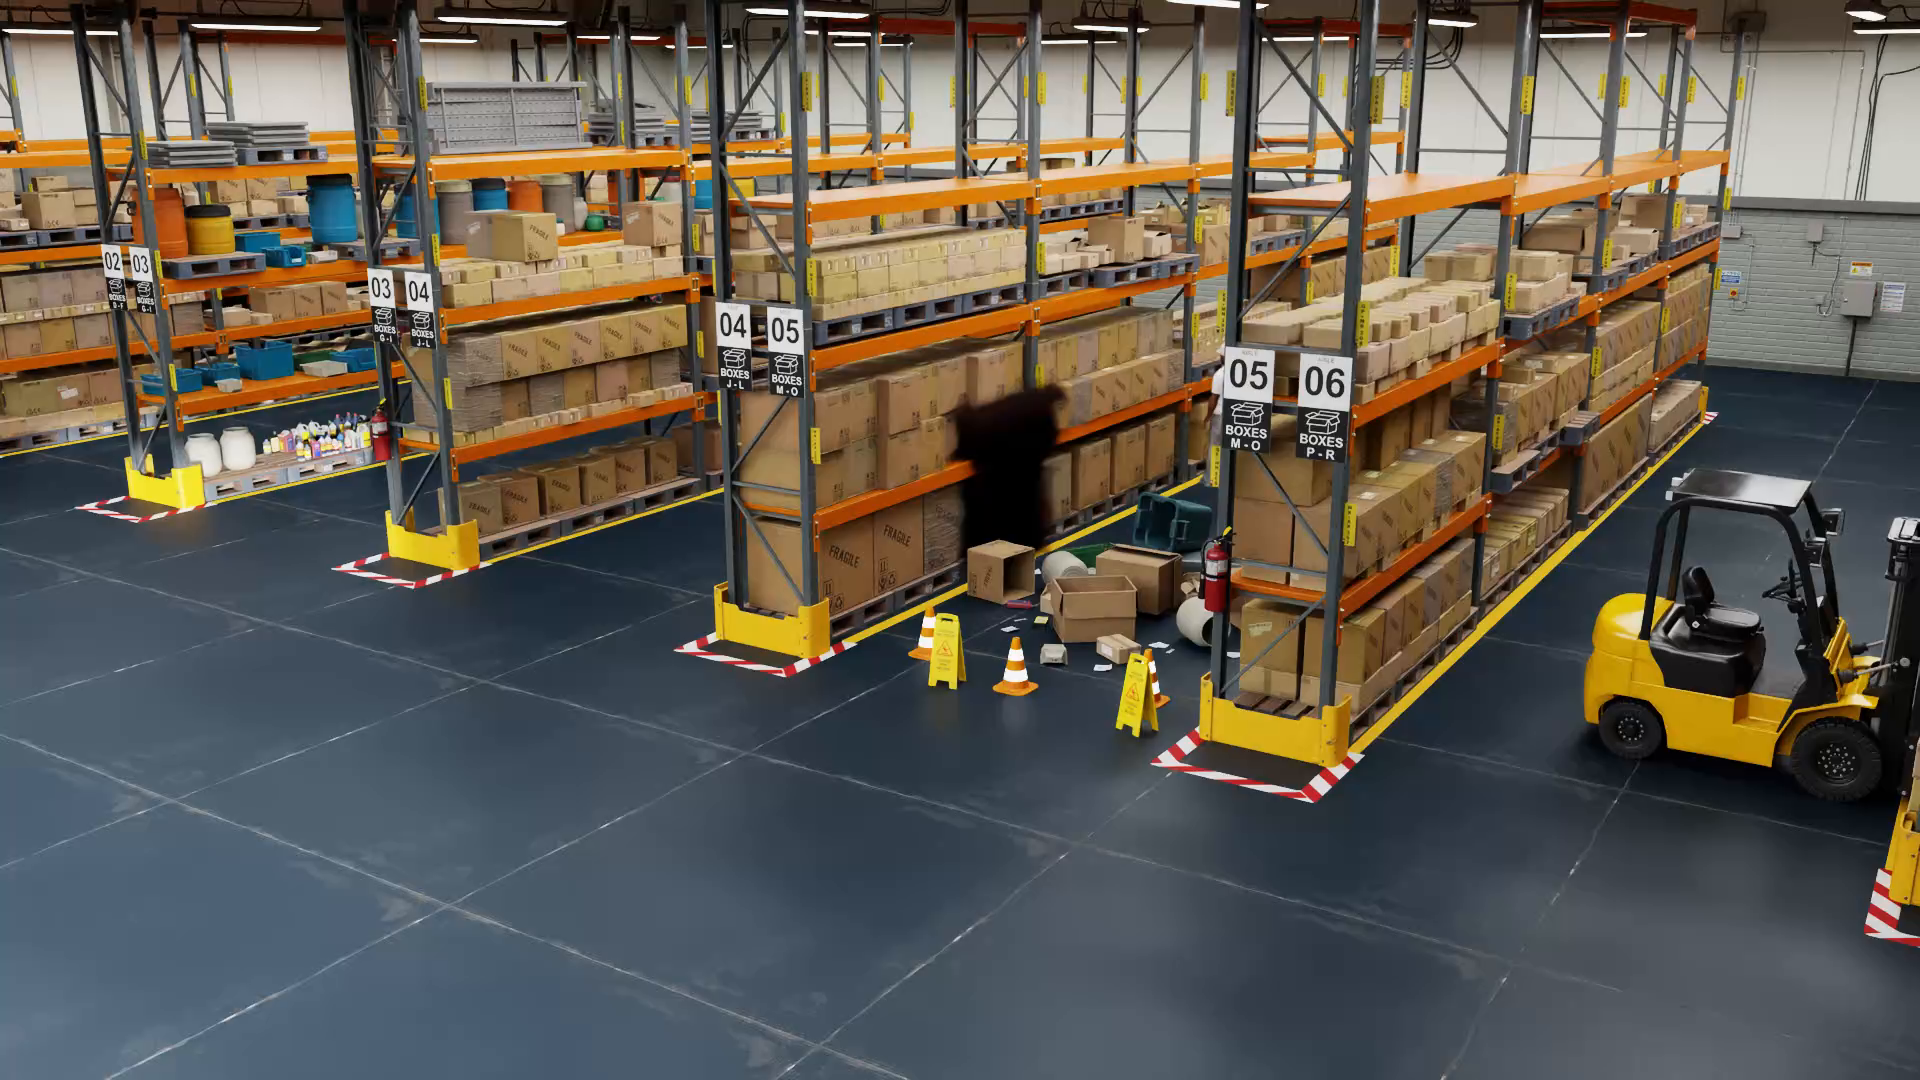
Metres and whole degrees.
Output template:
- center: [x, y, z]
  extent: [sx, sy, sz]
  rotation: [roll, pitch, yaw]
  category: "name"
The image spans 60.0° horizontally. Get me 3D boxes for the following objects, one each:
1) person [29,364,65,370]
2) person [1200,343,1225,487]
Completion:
- center: [-14.235, -2.708, 25.881]
  extent: [0.536, 1.784, 0.540]
  rotation: [-6, 17, -21]
  category: "person"
- center: [3.247, -1.542, 20.364]
  extent: [0.613, 1.777, 0.434]
  rotation: [-9, 18, -29]
  category: "person"
